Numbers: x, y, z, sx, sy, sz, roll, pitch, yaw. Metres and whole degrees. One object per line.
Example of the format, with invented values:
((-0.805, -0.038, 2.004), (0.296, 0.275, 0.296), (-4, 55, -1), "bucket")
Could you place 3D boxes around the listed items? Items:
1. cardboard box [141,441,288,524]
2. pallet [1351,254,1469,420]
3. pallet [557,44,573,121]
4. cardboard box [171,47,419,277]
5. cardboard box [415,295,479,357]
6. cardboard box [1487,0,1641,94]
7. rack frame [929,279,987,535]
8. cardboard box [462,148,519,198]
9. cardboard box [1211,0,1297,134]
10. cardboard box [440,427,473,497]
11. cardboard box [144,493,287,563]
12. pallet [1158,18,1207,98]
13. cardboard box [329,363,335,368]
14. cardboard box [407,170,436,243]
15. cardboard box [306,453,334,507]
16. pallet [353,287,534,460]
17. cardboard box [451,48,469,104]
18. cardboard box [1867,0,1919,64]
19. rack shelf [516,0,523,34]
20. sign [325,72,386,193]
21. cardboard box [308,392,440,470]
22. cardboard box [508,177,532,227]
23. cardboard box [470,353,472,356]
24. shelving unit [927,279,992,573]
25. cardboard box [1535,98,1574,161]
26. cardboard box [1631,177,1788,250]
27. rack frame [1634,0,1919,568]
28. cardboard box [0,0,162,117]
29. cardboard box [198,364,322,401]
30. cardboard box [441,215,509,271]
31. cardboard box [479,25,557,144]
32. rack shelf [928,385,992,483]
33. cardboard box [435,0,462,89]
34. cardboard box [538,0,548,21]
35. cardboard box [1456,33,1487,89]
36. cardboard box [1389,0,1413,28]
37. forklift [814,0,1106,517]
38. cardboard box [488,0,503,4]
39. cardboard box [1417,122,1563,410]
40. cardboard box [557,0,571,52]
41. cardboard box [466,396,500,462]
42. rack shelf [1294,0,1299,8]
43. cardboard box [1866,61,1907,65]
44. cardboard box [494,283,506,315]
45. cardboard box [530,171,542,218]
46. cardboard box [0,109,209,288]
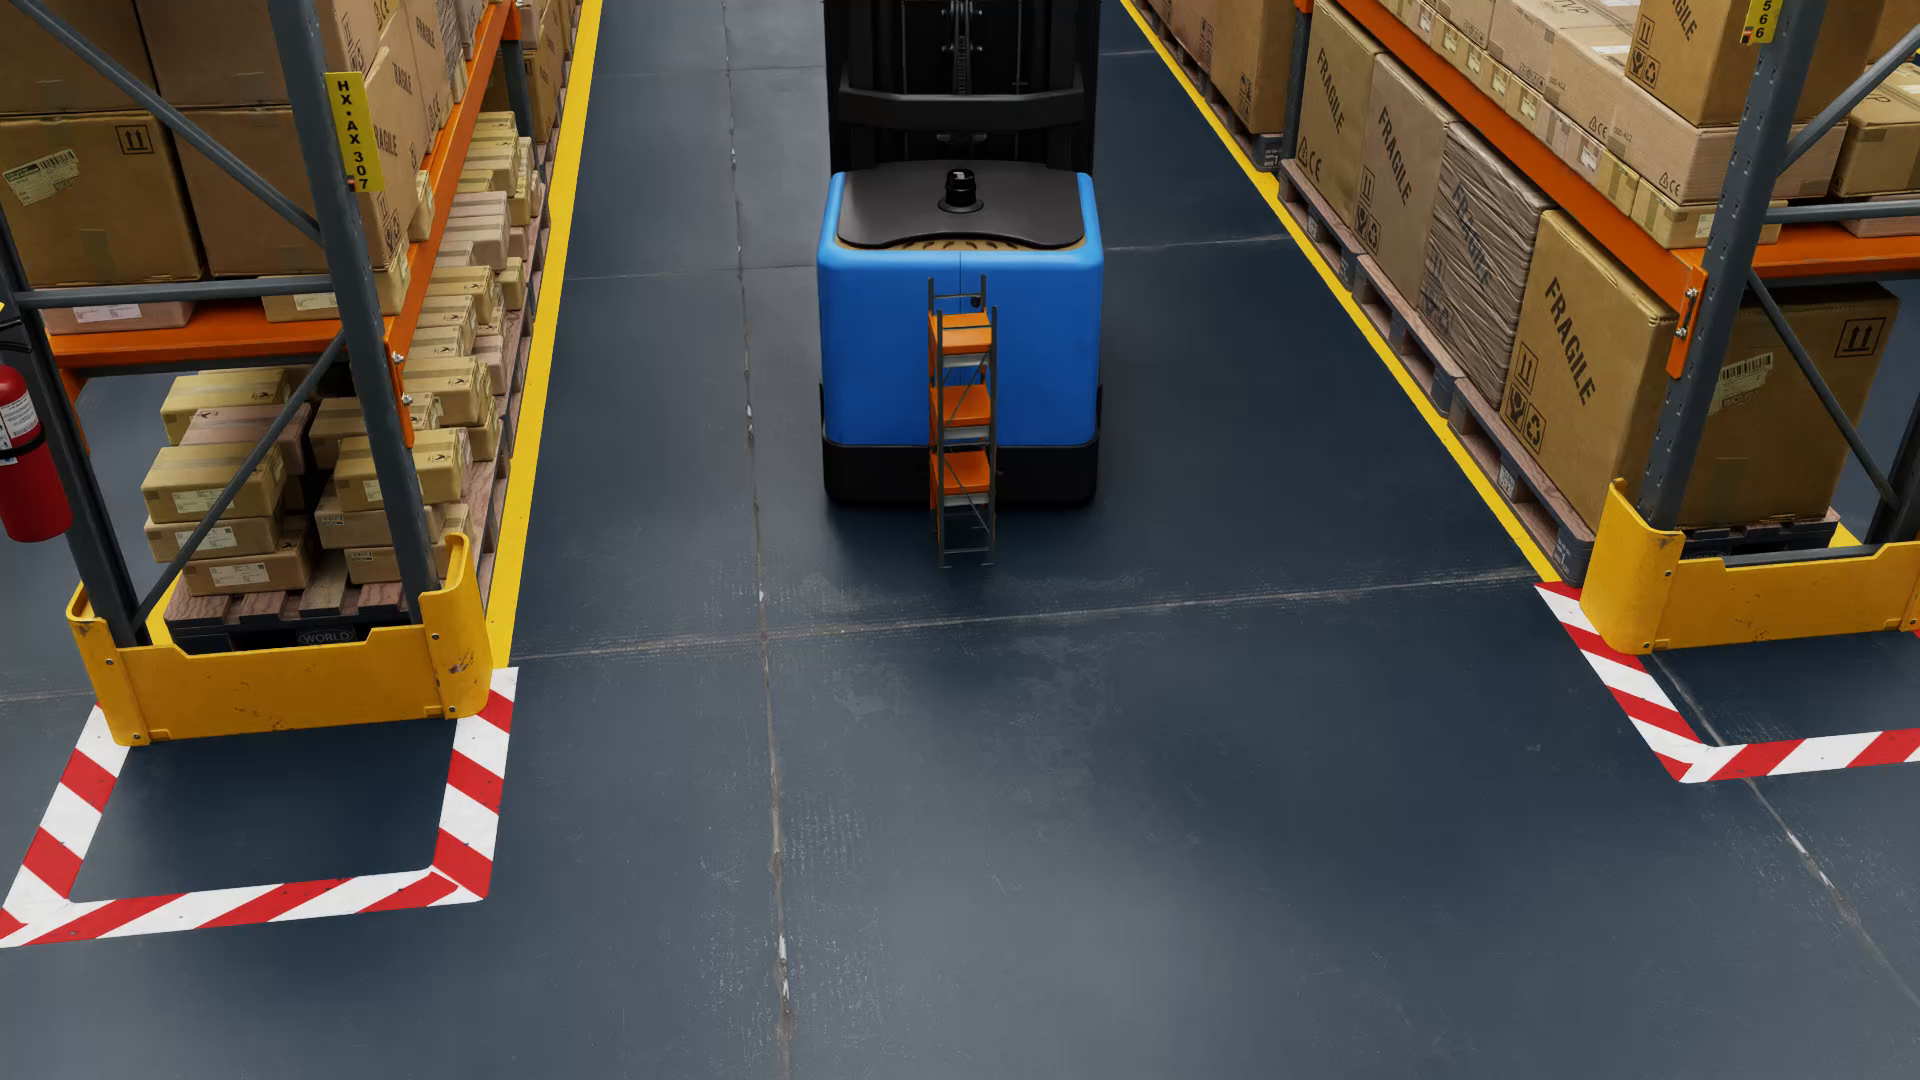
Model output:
((-2.460, -0.193, 5.501), (0.380, 0.149, 0.250), (-4, 34, -6), "cardboard box")
((2.444, -0.962, 7.475), (1.003, 0.211, 1.213), (-4, 35, -6), "pallet")
((-2.950, -2.872, 10.277), (1.003, 0.211, 1.213), (-4, 35, -6), "pallet")
((-1.925, -1.112, 4.865), (0.500, 0.500, 0.500), (-3, 34, -4), "cardboard box")
((-2.079, -0.818, 6.417), (0.380, 0.149, 0.250), (-3, 34, -5), "cardboard box")
((2.326, -1.874, 6.205), (0.500, 0.250, 0.500), (-5, 35, -8), "cardboard box")
((-0.006, -0.455, 5.985), (0.200, 1.050, 0.008), (-1, 34, -1), "rack frame")
((-2.256, -1.693, 7.700), (0.380, 0.149, 0.250), (-5, 35, -7), "cardboard box")
((2.146, -2.878, 9.324), (1.225, 0.875, 0.875), (-4, 35, -6), "cardboard box")
((-1.935, -0.263, 5.867), (0.380, 0.149, 0.250), (-5, 35, -7), "cardboard box")
((-2.492, -0.067, 5.579), (0.380, 0.149, 0.250), (-5, 35, -8), "cardboard box")
((1.907, -3.182, 10.732), (1.003, 0.211, 1.213), (-4, 35, -6), "pallet")
((-2.646, -0.645, 6.427), (0.380, 0.149, 0.250), (-4, 34, -6), "cardboard box")
((-1.915, -1.071, 5.381), (0.380, 0.149, 0.250), (-5, 35, -8), "cardboard box")
((-2.501, -0.239, 6.096), (0.380, 0.149, 0.250), (-5, 35, -7), "cardboard box")
((-2.383, -0.701, 7.092), (1.003, 0.211, 1.213), (-4, 35, -6), "pallet")
((-2.124, -1.796, 6.444), (0.380, 0.149, 0.250), (-4, 34, -5), "cardboard box")
((2.926, -1.933, 5.626), (0.500, 0.500, 0.500), (-5, 35, -8), "cardboard box")
((-2.945, -3.727, 9.694), (1.077, 0.370, 4.000), (-4, 35, -6), "rack shelf")
((-1.601, -1.075, 4.395), (0.100, 0.325, 0.005), (-4, 35, -6), "sign")
((-2.028, -0.380, 5.774), (0.380, 0.149, 0.250), (-4, 34, -6), "cardboard box")
((-2.217, -1.576, 7.794), (0.380, 0.149, 0.250), (-6, 35, -8), "cardboard box")
((-2.113, -0.685, 6.487), (0.380, 0.149, 0.250), (-6, 35, -9), "cardboard box")
((-0.002, -0.386, 5.884), (0.215, 1.050, 0.252), (-1, 34, -1), "shelving unit")
((2.314, -1.490, 5.996), (0.380, 0.149, 0.250), (-4, 34, -6), "cardboard box")
((2.416, -1.065, 5.372), (0.380, 0.149, 0.250), (-4, 34, -5), "cardboard box")
((2.790, -0.995, 5.047), (1.000, 3.000, 0.127), (-4, 35, -6), "rack frame")
((-2.446, -1.490, 4.532), (0.500, 0.500, 0.500), (-5, 35, -7), "cardboard box")
((-2.570, -0.622, 6.130), (0.380, 0.149, 0.250), (-6, 35, -8), "cardboard box")
((-2.122, -1.248, 7.048), (0.380, 0.149, 0.250), (-6, 35, -8), "cardboard box")
((-2.513, -2.481, 9.074), (0.500, 0.500, 0.500), (-3, 34, -5), "cardboard box")
((-0.002, -0.377, 5.890), (0.215, 0.259, 0.240), (-1, 34, -1), "rack shelf")
((-2.150, -1.967, 6.119), (0.500, 0.500, 0.500), (-5, 35, -8), "cardboard box")
((-2.588, -3.088, 9.298), (0.500, 0.250, 0.500), (-3, 34, -5), "cardboard box")
((2.211, -1.918, 6.624), (0.380, 0.149, 0.250), (-4, 34, -5), "cardboard box")
((2.106, -2.350, 7.258), (0.380, 0.149, 0.250), (-5, 35, -7), "cardboard box")
((0.008, -2.092, 6.716), (1.130, 2.935, 3.031), (0, 34, 0), "forklift")
((-2.263, -2.527, 7.518), (0.380, 0.149, 0.250), (-5, 35, -8), "cardboard box")
((2.503, -1.150, 6.787), (0.875, 0.875, 0.875), (-4, 35, -6), "cardboard box")
((-2.713, -3.349, 10.348), (0.500, 0.500, 0.500), (-6, 35, -9), "cardboard box")
((-1.974, -0.417, 6.357), (0.380, 0.149, 0.250), (-4, 34, -6), "cardboard box")
((1.983, -4.046, 10.162), (1.077, 0.370, 4.000), (-4, 35, -6), "rack shelf")
((2.917, -1.634, 5.853), (0.500, 0.250, 0.500), (-5, 35, -7), "cardboard box")
((-2.178, -0.982, 7.186), (0.380, 0.149, 0.250), (-4, 34, -5), "cardboard box")
((-2.286, -1.710, 8.255), (0.380, 0.149, 0.250), (-4, 34, -6), "cardboard box")
((-2.454, -1.071, 4.806), (0.500, 0.500, 0.500), (-4, 34, -5), "cardboard box")
